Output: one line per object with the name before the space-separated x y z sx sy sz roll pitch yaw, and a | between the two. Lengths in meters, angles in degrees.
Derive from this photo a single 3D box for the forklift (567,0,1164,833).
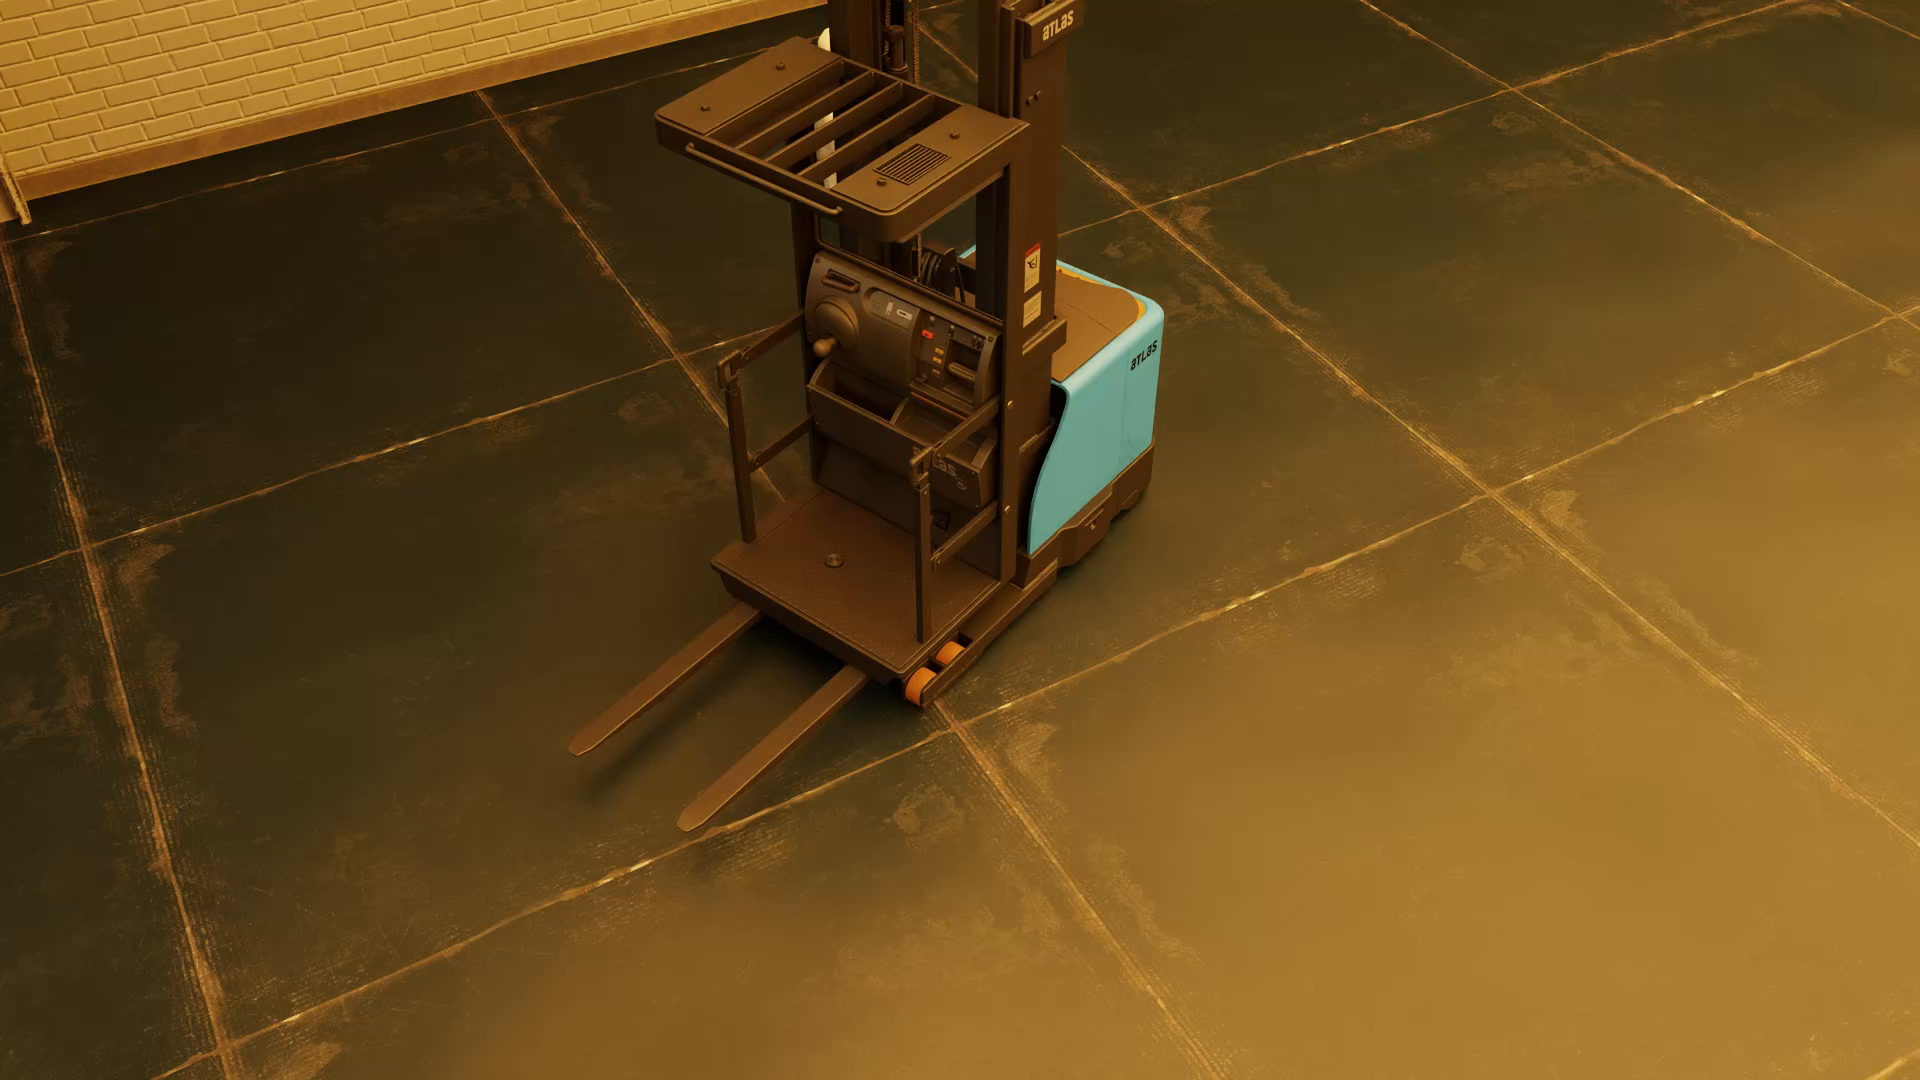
forklift | -0.375 -0.749 6.505 1.130 2.935 3.031 28 50 27

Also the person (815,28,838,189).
person | -0.426 -1.764 8.388 0.577 1.765 0.666 -9 44 -10
